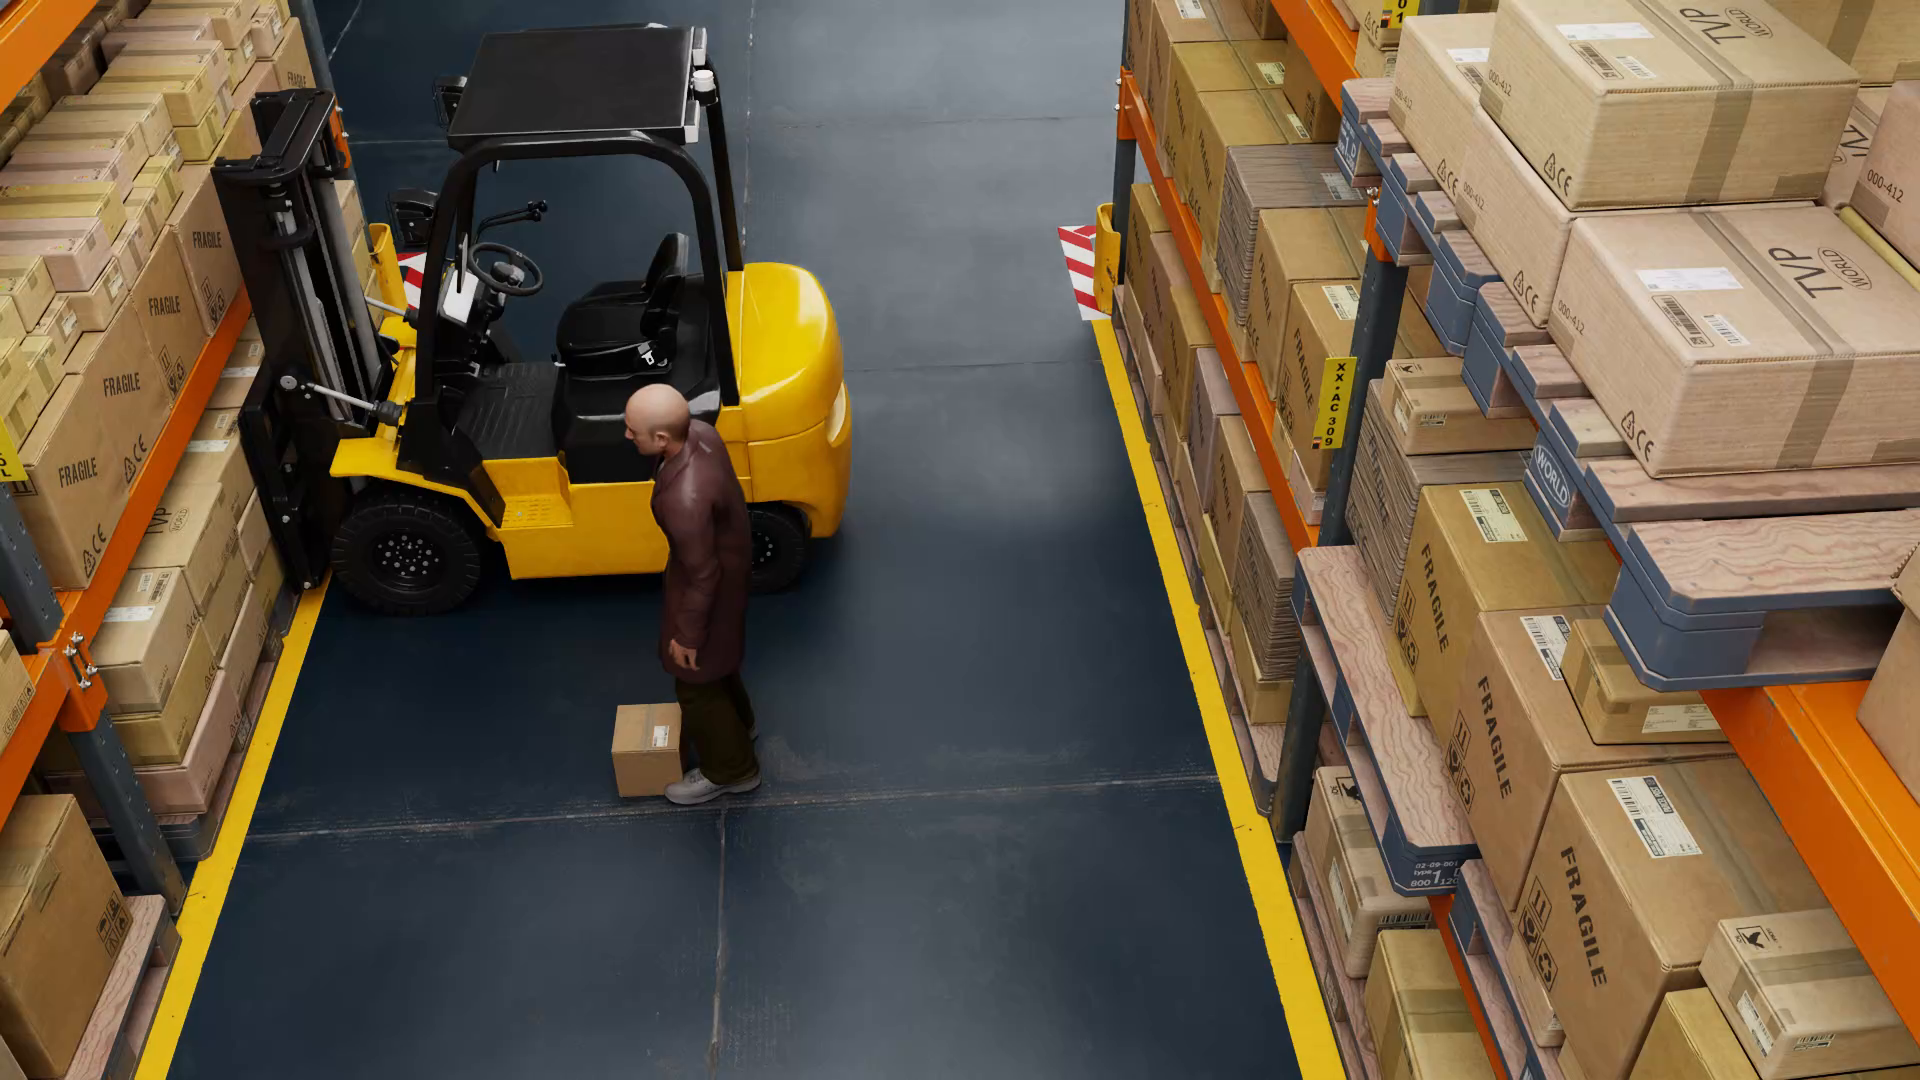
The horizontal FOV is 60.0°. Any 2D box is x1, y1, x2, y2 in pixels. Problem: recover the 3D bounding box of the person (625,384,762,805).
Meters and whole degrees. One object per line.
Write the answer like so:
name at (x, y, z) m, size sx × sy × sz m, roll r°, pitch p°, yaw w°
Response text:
person at (-0.938, 0.187, 5.931) m, size 0.428 × 1.773 × 0.643 m, roll -3°, pitch 39°, yaw -4°
